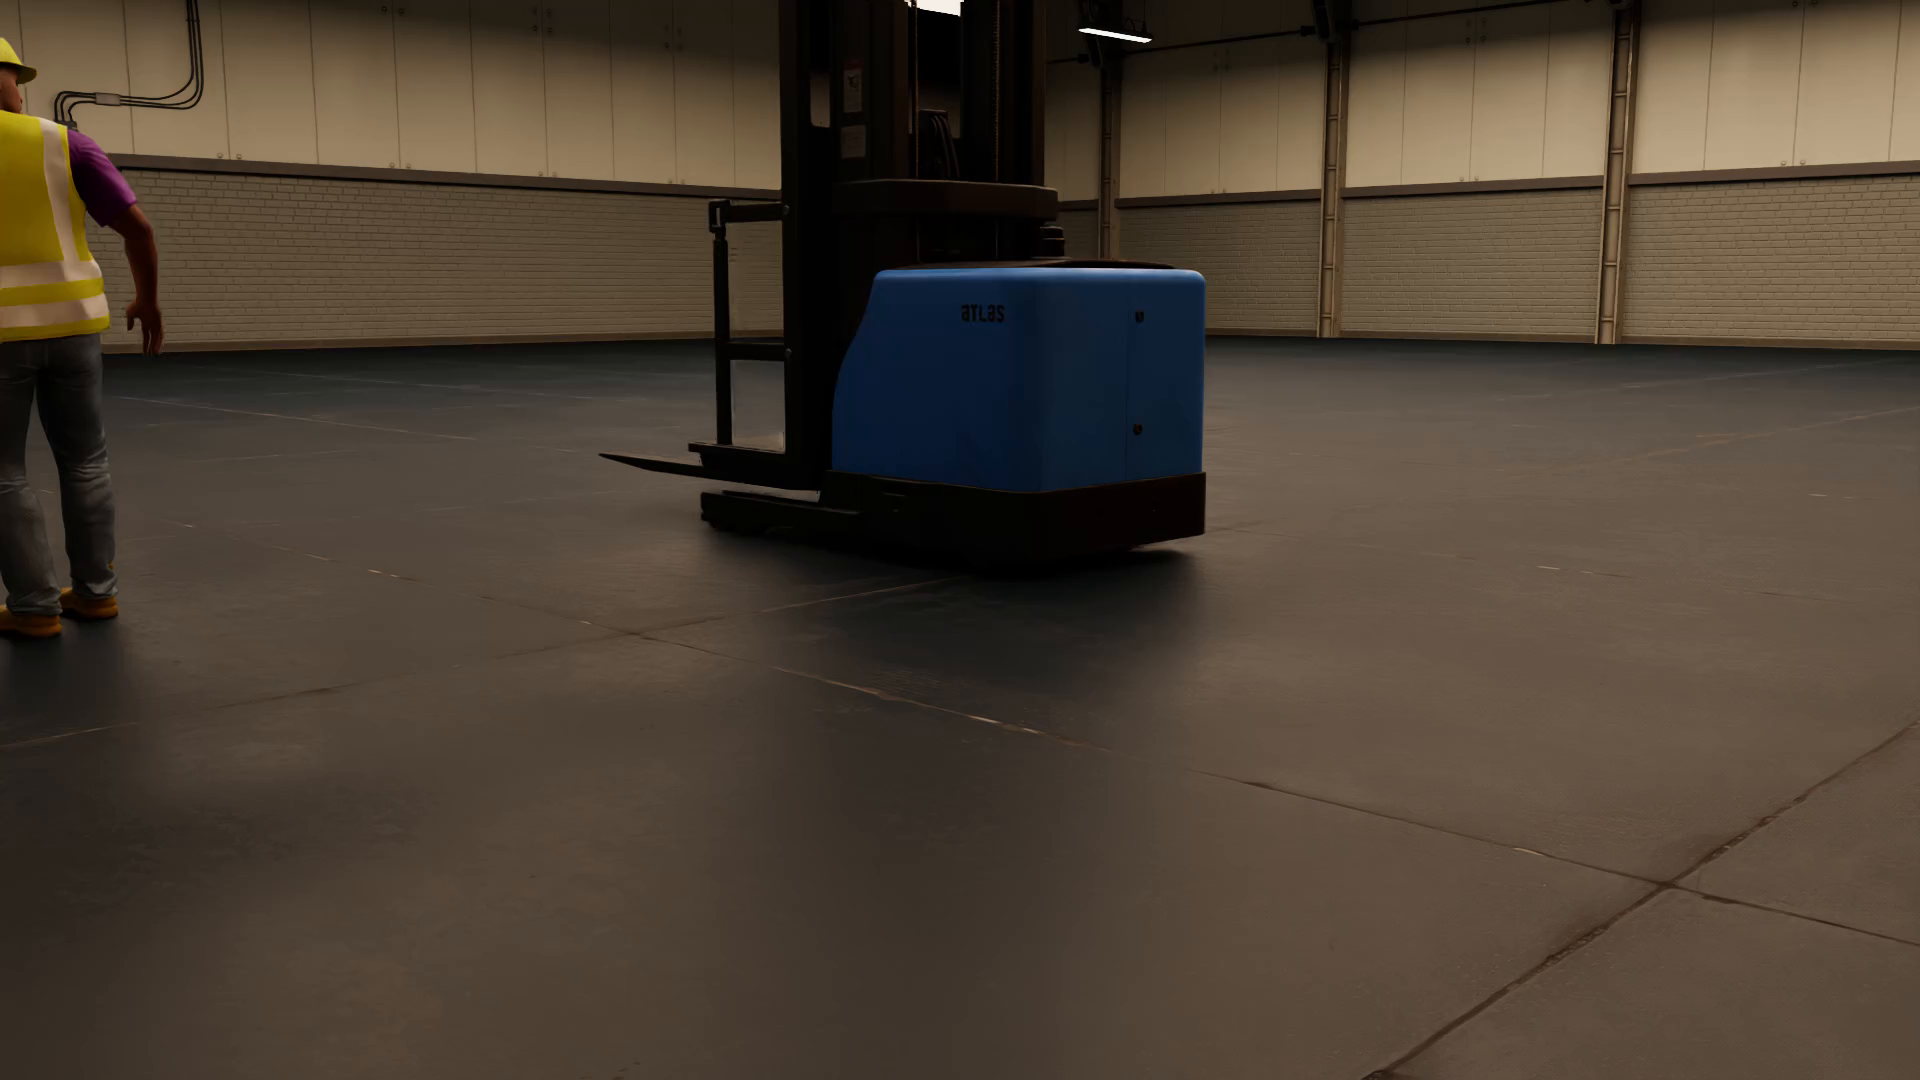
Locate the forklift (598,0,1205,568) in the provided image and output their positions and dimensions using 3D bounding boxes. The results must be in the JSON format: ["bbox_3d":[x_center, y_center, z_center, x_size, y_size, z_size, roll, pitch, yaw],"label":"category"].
[{"bbox_3d":[-0.443,-1.514,6.929,1.130,2.935,3.031,-8,12,-43],"label":"forklift"}]

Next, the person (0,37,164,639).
[{"bbox_3d":[-2.779,-0.608,4.890,0.794,1.748,0.521,-8,11,-42],"label":"person"}]
